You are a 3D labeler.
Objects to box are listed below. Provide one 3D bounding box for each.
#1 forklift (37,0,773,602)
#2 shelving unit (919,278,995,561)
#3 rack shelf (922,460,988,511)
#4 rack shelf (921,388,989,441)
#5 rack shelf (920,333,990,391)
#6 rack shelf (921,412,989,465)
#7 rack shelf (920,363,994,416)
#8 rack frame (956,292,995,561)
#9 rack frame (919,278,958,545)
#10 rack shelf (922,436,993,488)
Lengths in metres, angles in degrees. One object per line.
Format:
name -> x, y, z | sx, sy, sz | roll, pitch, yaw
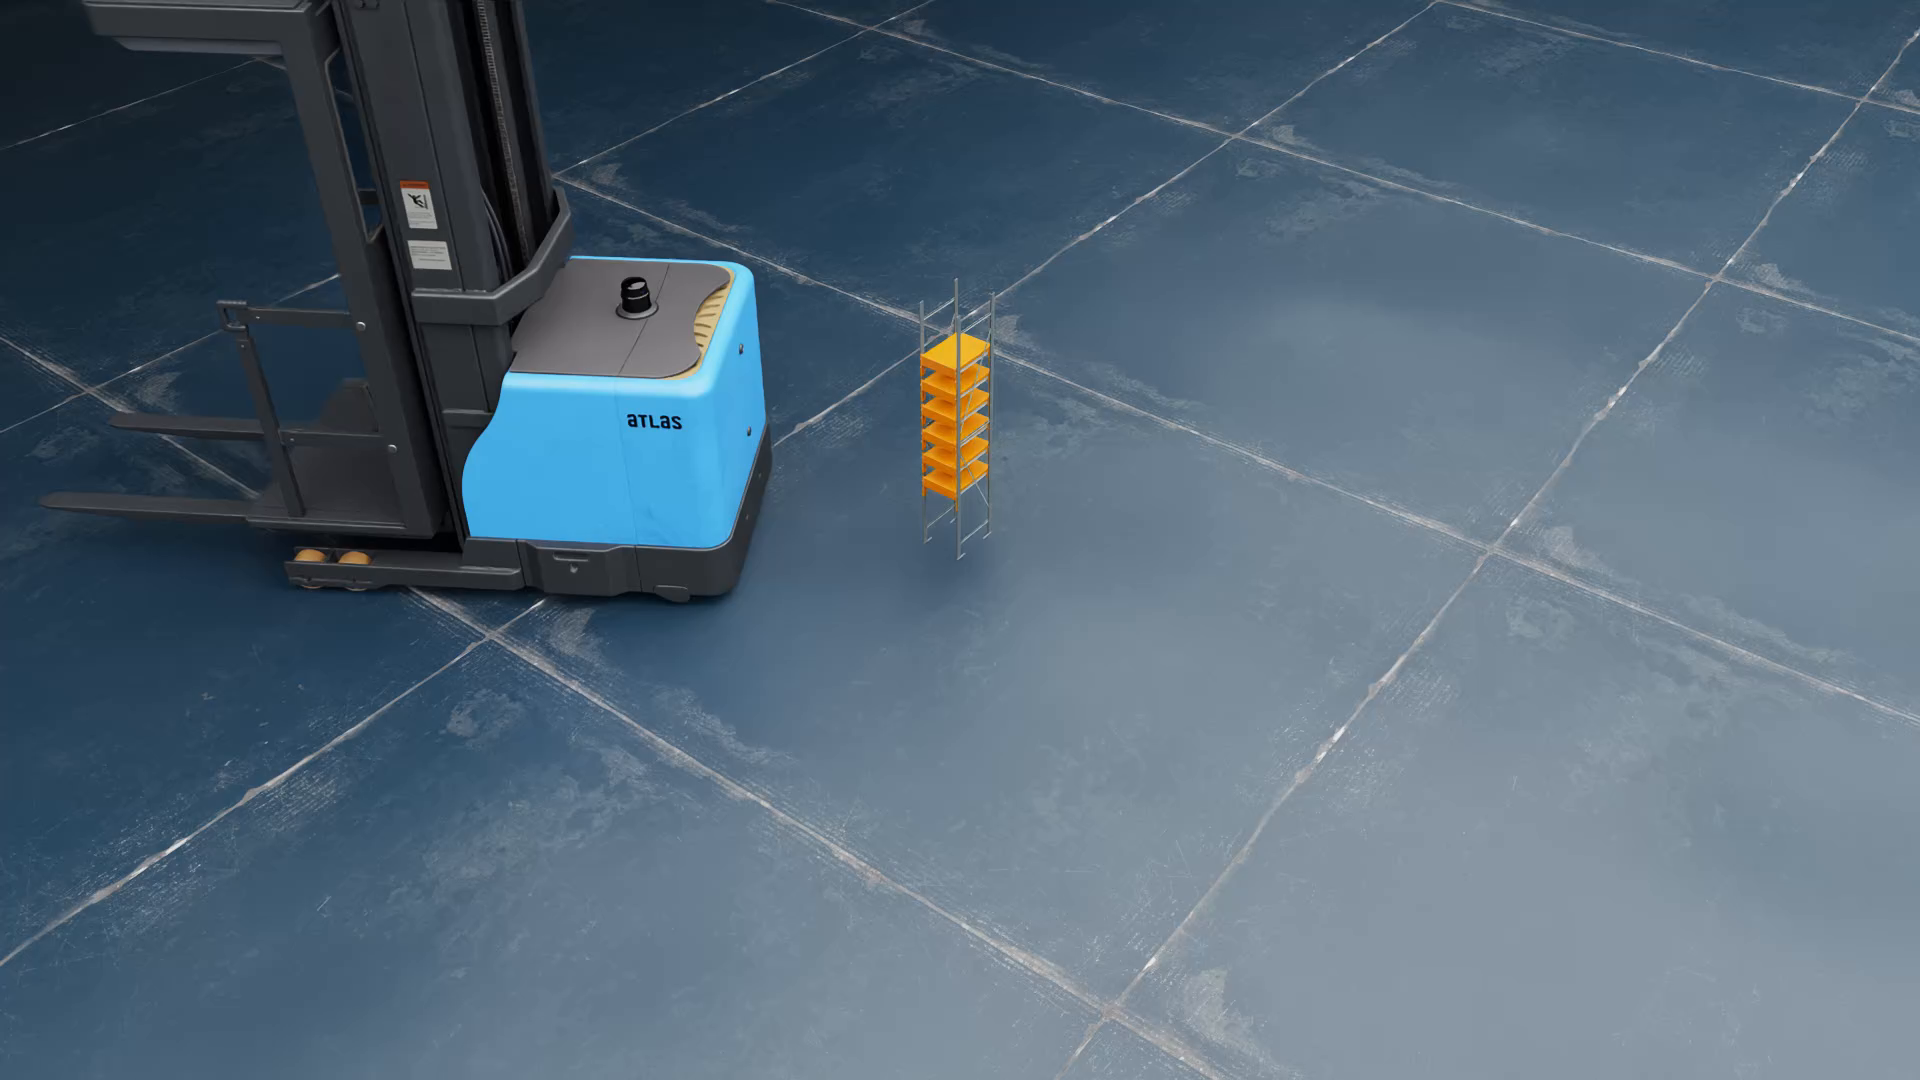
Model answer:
forklift -> -2.399, -1.261, 6.483 | 3.031, 2.935, 1.130 | 3, 38, 4
shelving unit -> -0.011, -0.478, 6.887 | 0.189, 1.200, 0.258 | 25, 45, 29
rack shelf -> -0.011, -0.254, 7.062 | 0.180, 0.103, 0.258 | 25, 45, 29
rack shelf -> -0.011, -0.537, 6.840 | 0.180, 0.103, 0.258 | 25, 45, 29
rack shelf -> -0.011, -0.726, 6.692 | 0.180, 0.103, 0.258 | 25, 45, 29
rack shelf -> -0.011, -0.443, 6.914 | 0.180, 0.103, 0.258 | 25, 45, 29
rack shelf -> -0.011, -0.632, 6.766 | 0.180, 0.103, 0.258 | 25, 45, 29
rack frame -> 0.061, -0.444, 6.843 | 0.006, 1.200, 0.240 | 25, 45, 29
rack frame -> -0.084, -0.512, 6.931 | 0.006, 1.200, 0.240 | 25, 45, 29
rack shelf -> -0.011, -0.348, 6.988 | 0.180, 0.103, 0.258 | 25, 45, 29
